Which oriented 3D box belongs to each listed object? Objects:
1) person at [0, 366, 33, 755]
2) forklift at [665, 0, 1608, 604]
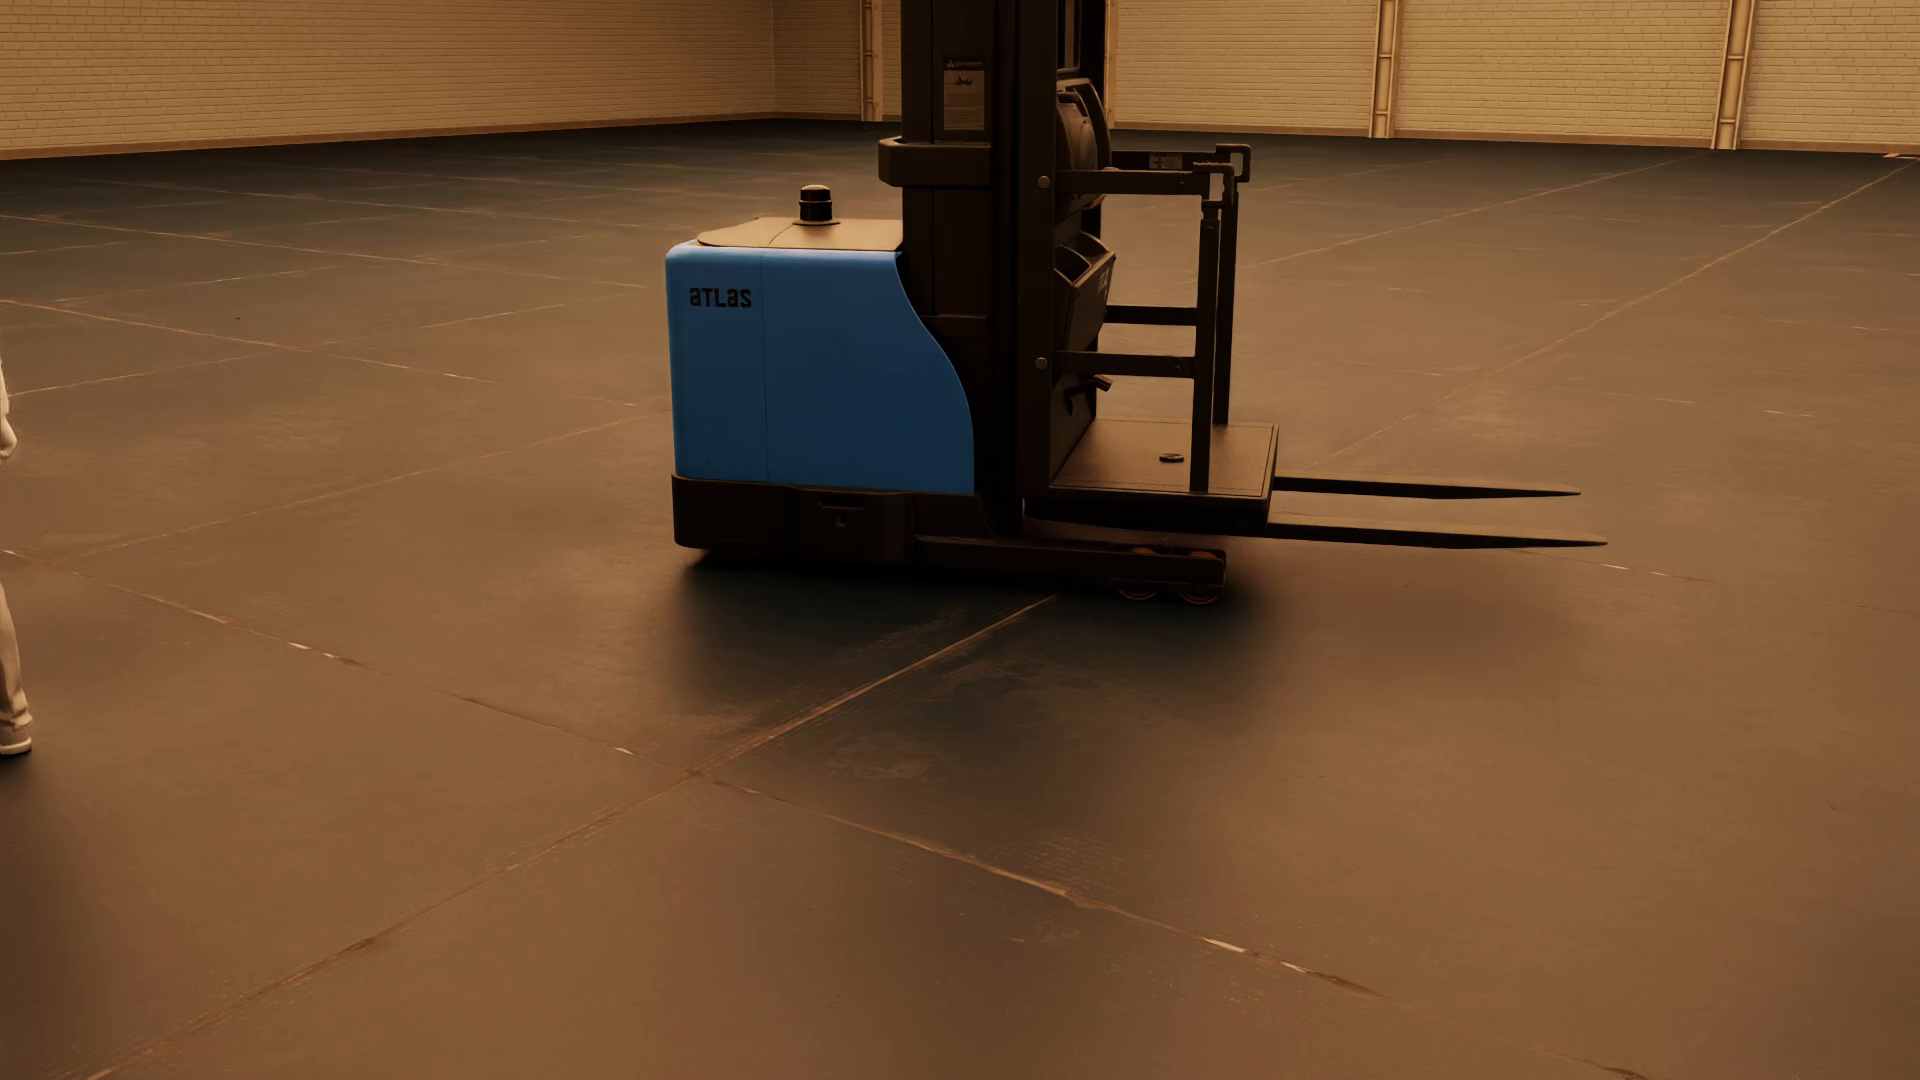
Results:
[{"bbox_3d":[-2.511,-0.255,3.872,0.355,1.685,0.535,15,22,41],"label":"person"},{"bbox_3d":[0.595,-1.367,5.404,3.031,2.935,1.130,4,17,12],"label":"forklift"}]
